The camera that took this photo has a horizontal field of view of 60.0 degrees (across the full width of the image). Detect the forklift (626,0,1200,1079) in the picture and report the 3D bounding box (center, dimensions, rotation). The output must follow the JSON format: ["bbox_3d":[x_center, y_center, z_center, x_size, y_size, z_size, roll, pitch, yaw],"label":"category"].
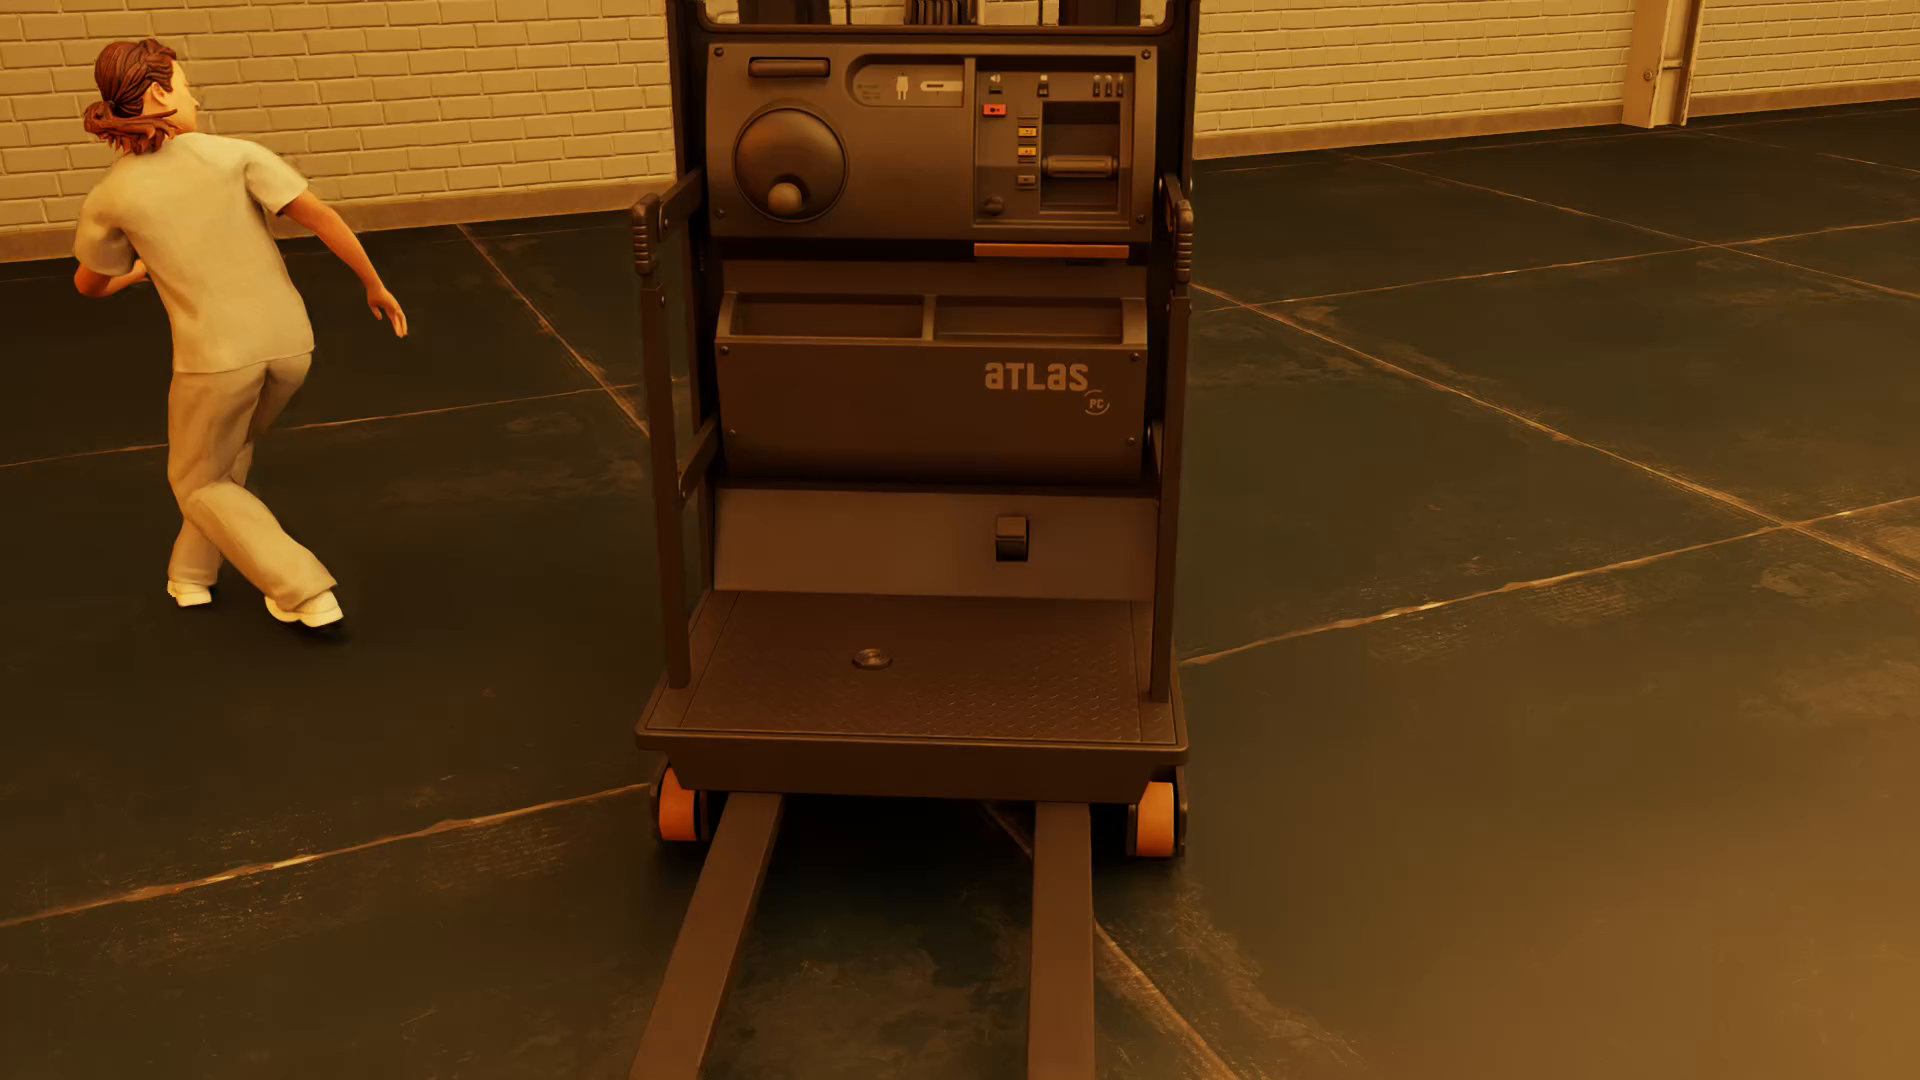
[{"bbox_3d":[-0.072,-0.813,3.244,1.130,2.935,3.031,1,23,3],"label":"forklift"}]

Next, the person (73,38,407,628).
[{"bbox_3d":[-1.909,-0.537,4.430,0.704,1.549,0.782,-20,30,-39],"label":"person"}]
